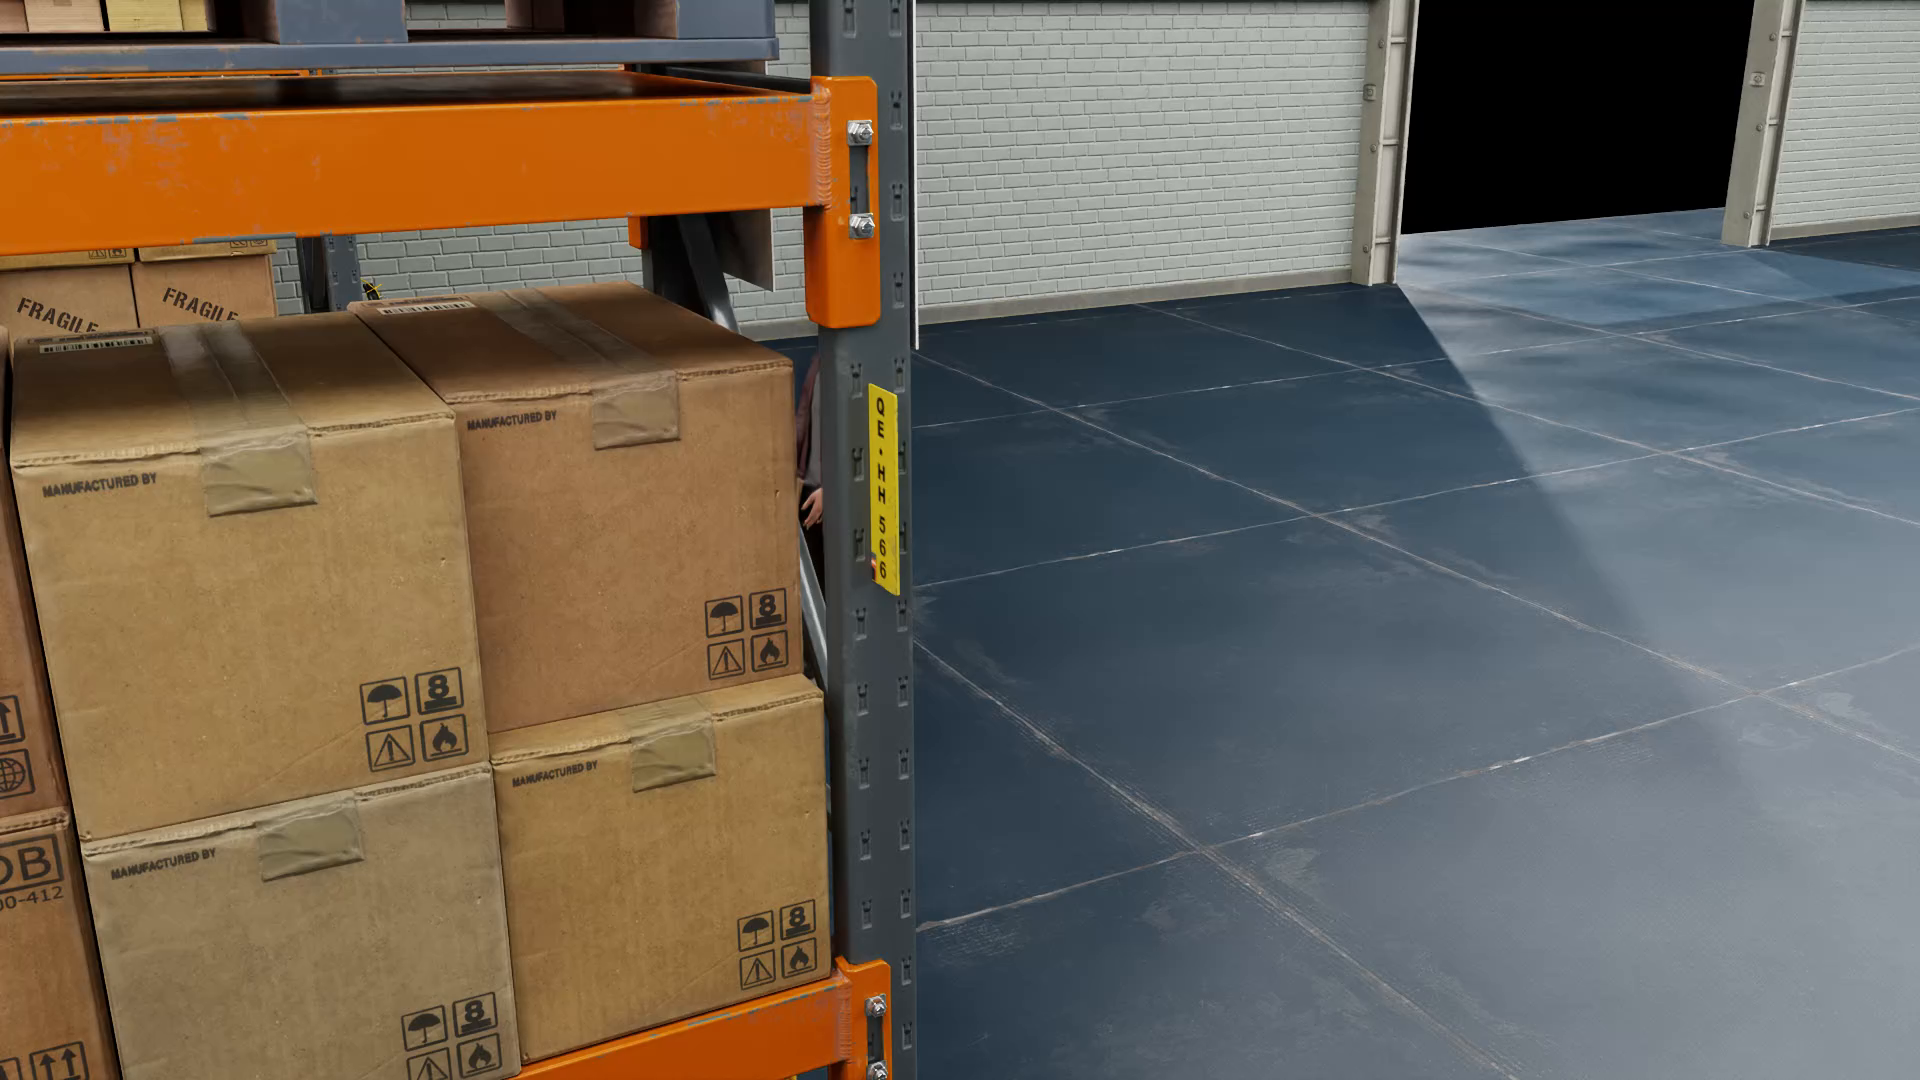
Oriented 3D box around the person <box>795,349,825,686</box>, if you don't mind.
[{"bbox_3d":[-0.566,-0.183,7.121,0.497,1.781,0.588,-15,24,-39],"label":"person"}]
